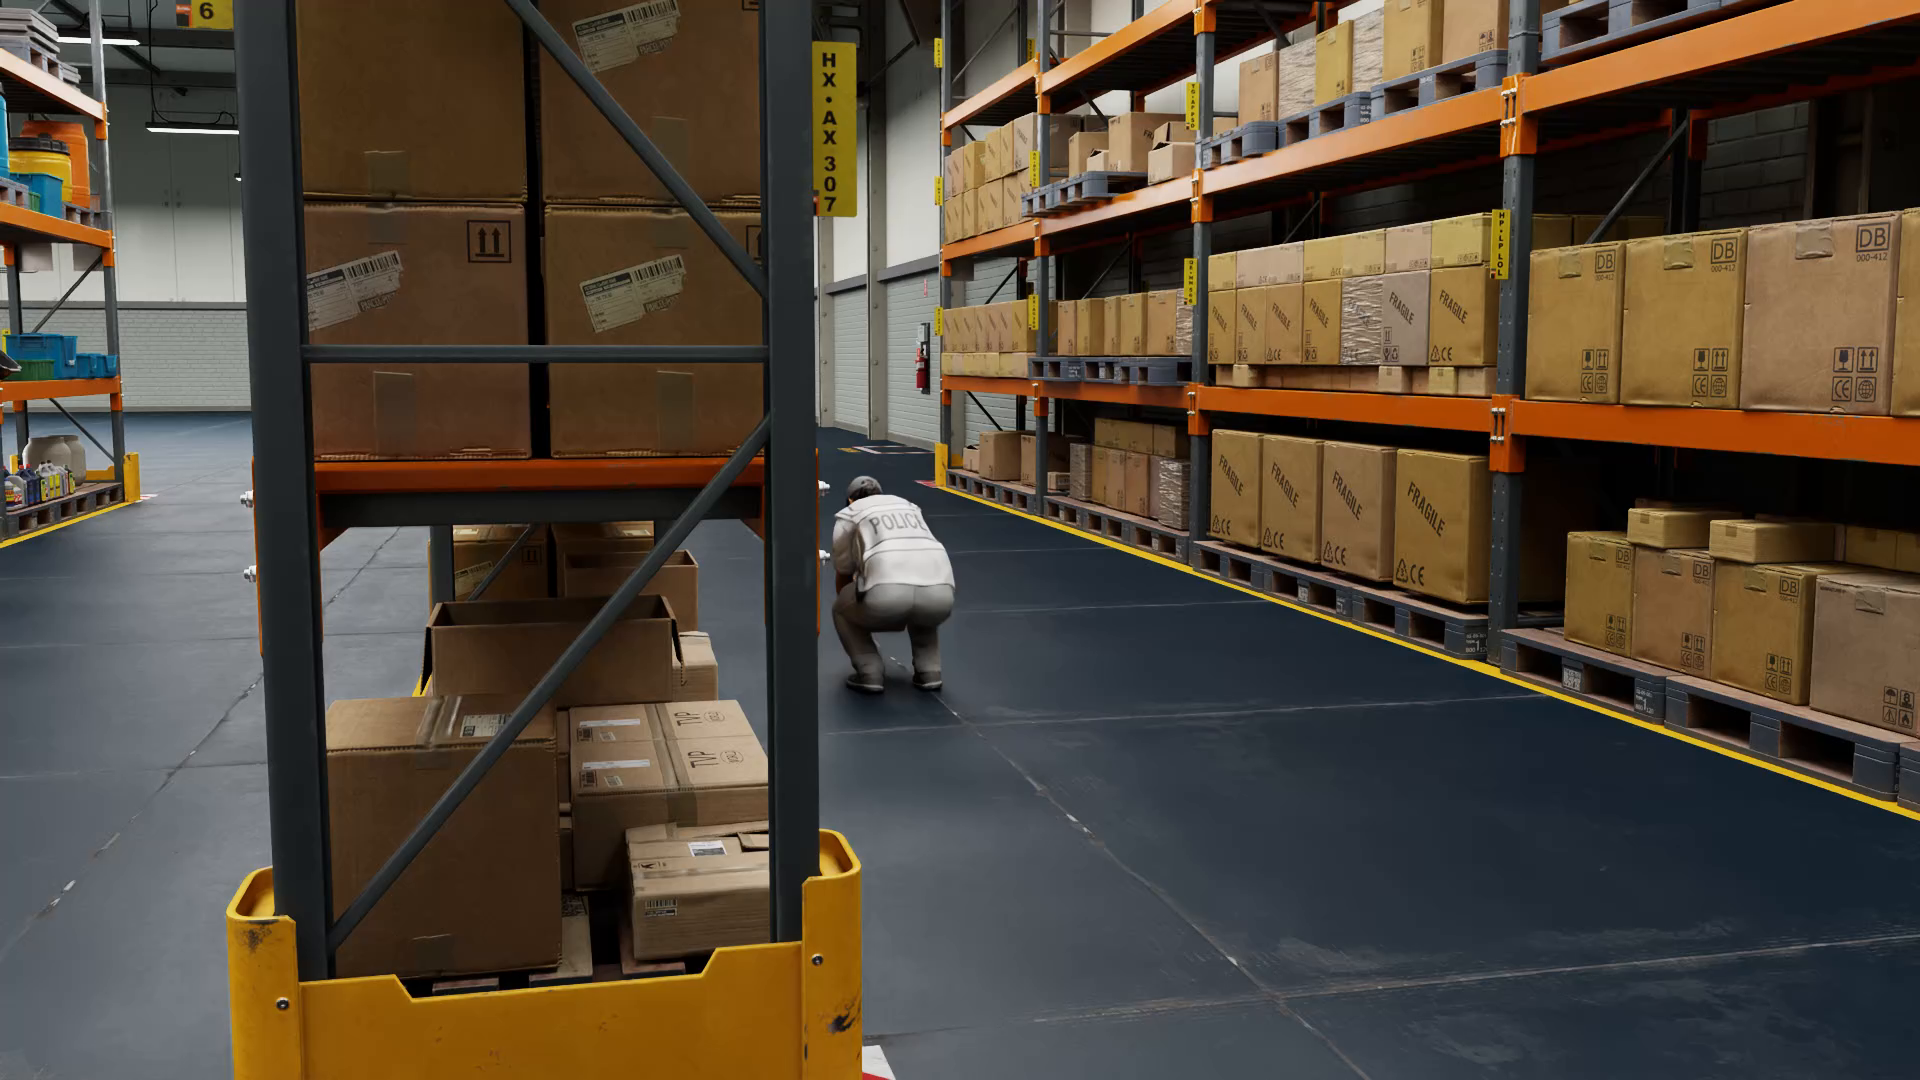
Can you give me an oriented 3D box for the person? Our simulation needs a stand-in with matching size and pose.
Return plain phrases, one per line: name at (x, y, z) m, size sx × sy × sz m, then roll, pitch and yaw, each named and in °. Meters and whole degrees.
person at (-0.327, 0.200, 7.700) m, size 0.507 × 0.953 × 0.872 m, roll -2°, pitch 7°, yaw -17°
